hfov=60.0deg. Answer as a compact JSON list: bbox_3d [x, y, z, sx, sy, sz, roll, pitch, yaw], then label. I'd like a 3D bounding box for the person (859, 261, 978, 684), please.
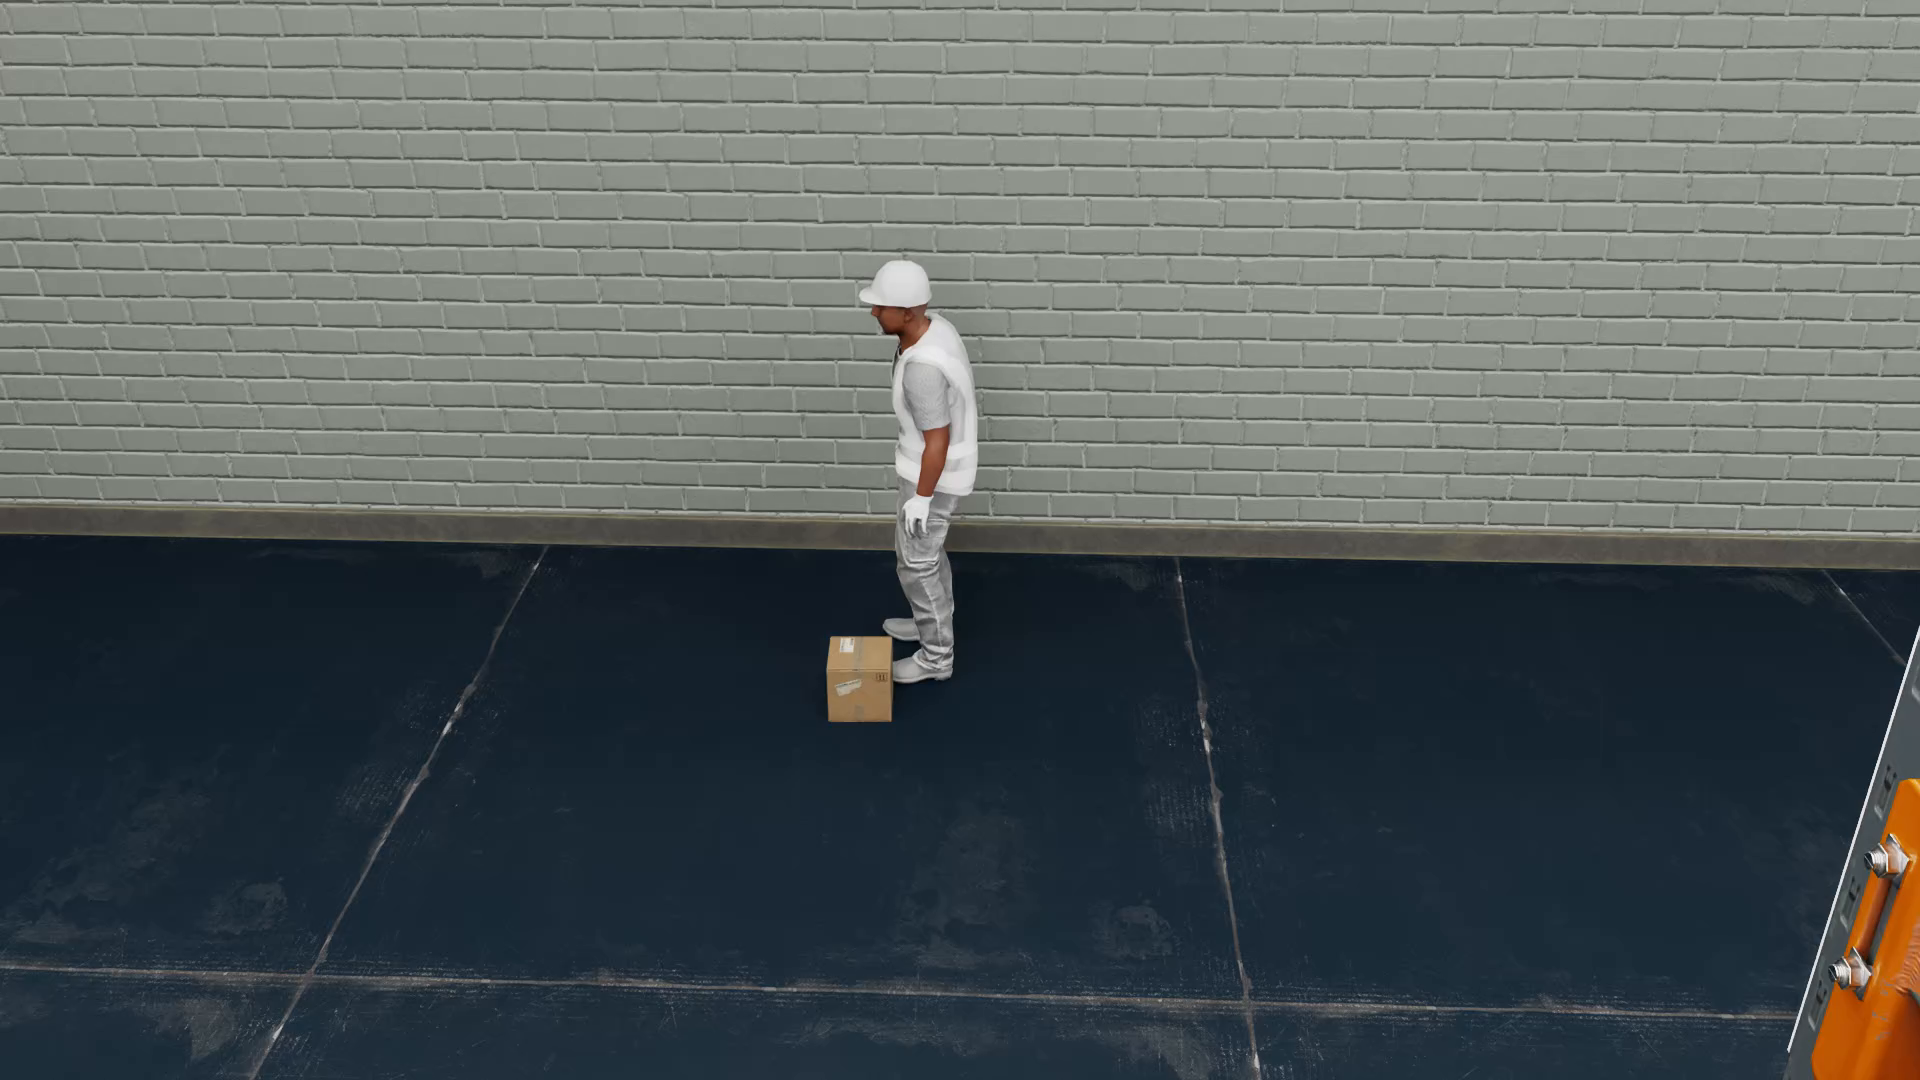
[{"bbox_3d":[-0.156,-0.267,6.619,0.449,1.773,0.620,-1,28,-1],"label":"person"}]
